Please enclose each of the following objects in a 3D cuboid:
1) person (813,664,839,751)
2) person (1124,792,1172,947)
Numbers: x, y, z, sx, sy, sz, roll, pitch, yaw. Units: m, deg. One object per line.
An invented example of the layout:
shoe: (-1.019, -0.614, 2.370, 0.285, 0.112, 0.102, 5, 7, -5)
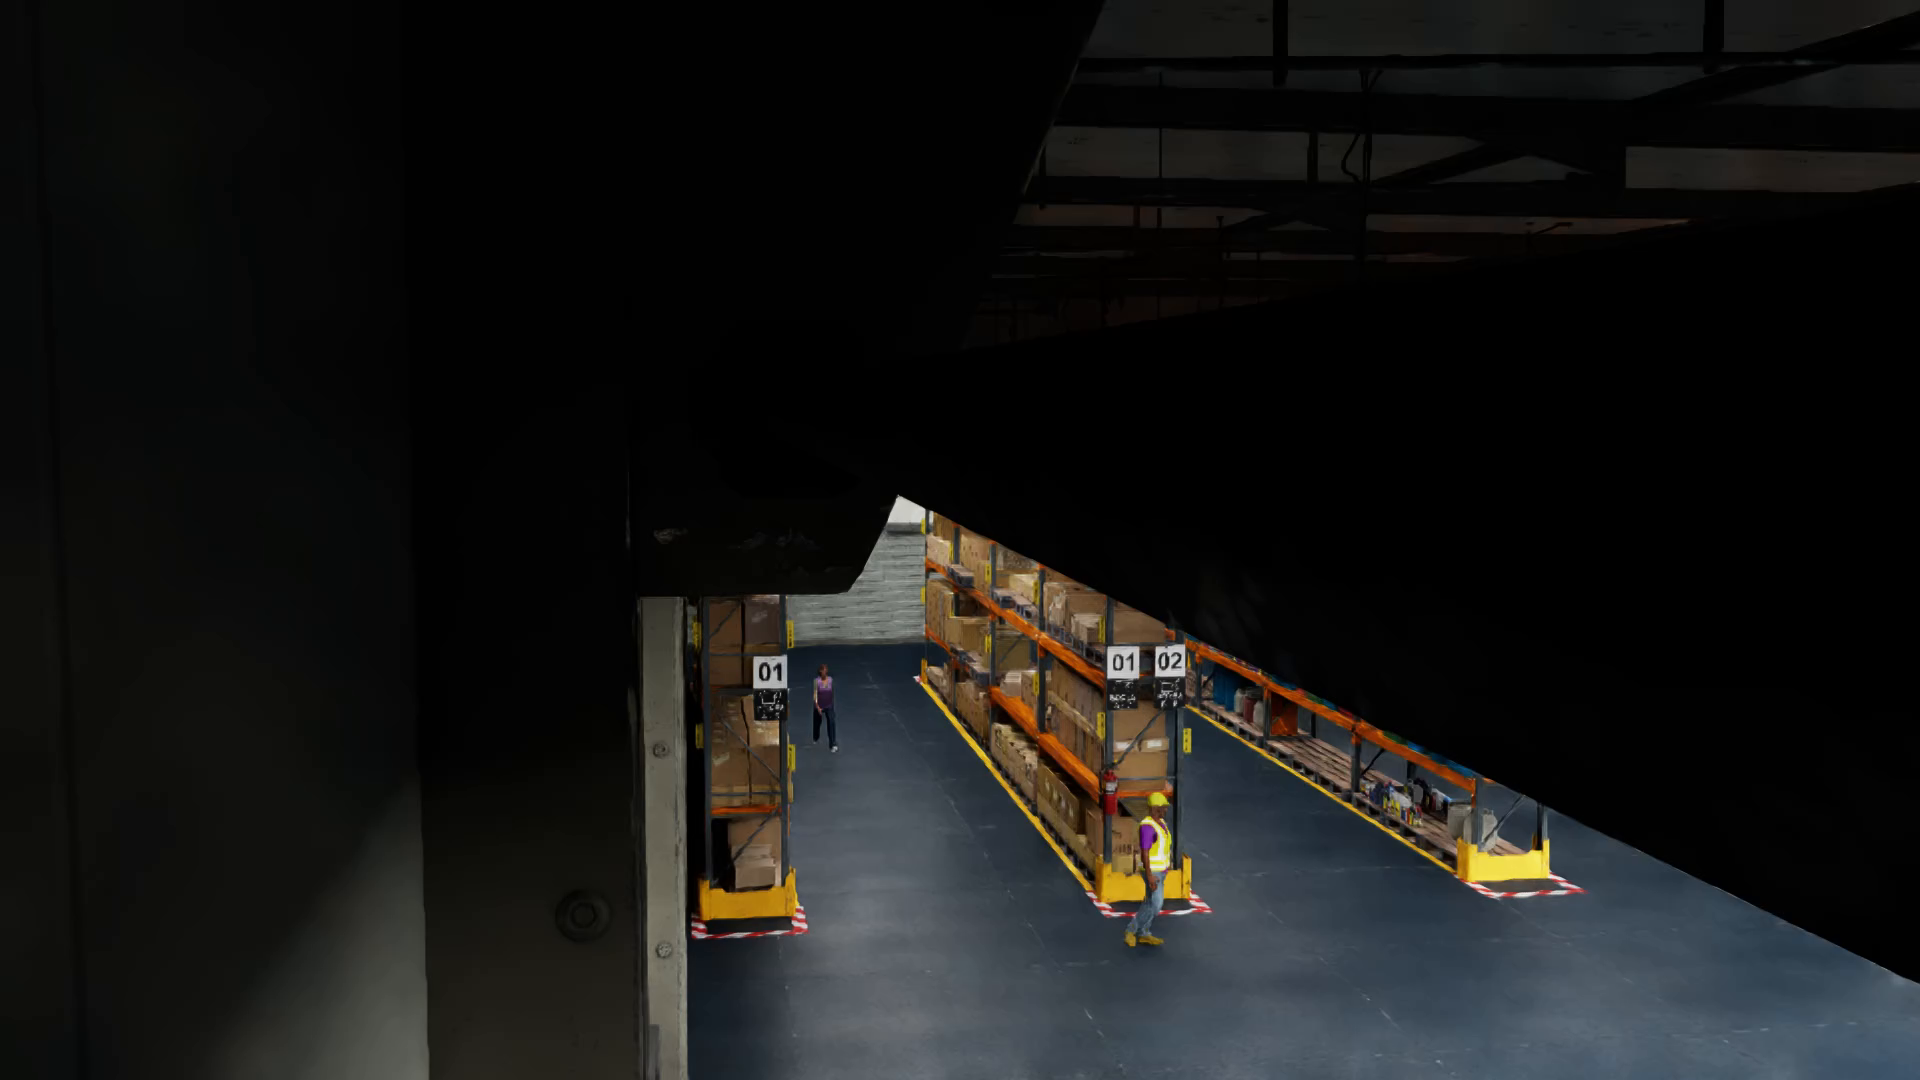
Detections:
person: (-2.432, 2.954, 29.536, 0.412, 1.533, 0.944, -2, 5, -17)
person: (2.147, 3.766, 19.024, 0.463, 1.761, 0.716, 2, 6, 24)
